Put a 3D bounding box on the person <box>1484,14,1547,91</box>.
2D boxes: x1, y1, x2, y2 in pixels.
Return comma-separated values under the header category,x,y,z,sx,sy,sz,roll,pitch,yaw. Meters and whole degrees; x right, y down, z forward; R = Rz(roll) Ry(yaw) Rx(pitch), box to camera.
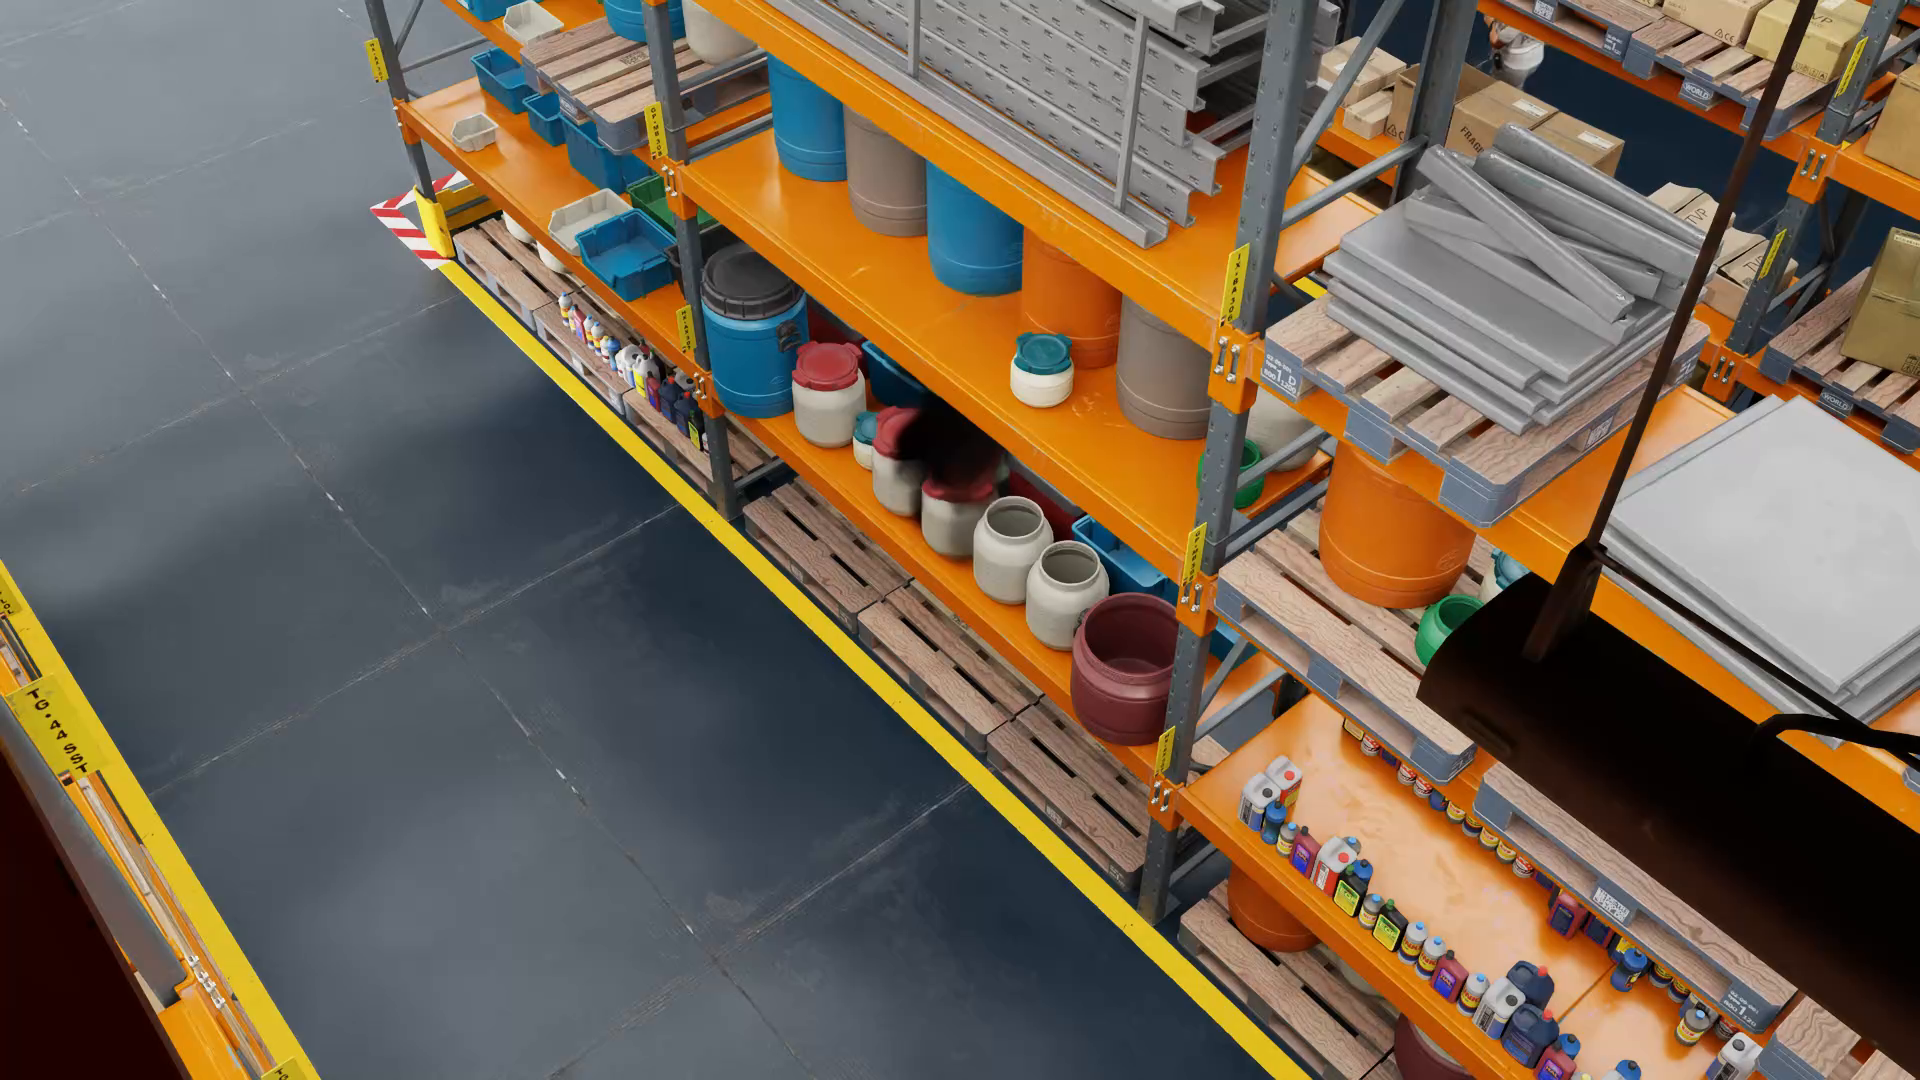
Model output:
category,x,y,z,sx,sy,sz,roll,pitch,yaw
person,4.477,-3.824,13.455,0.589,1.706,0.812,-36,56,-29
